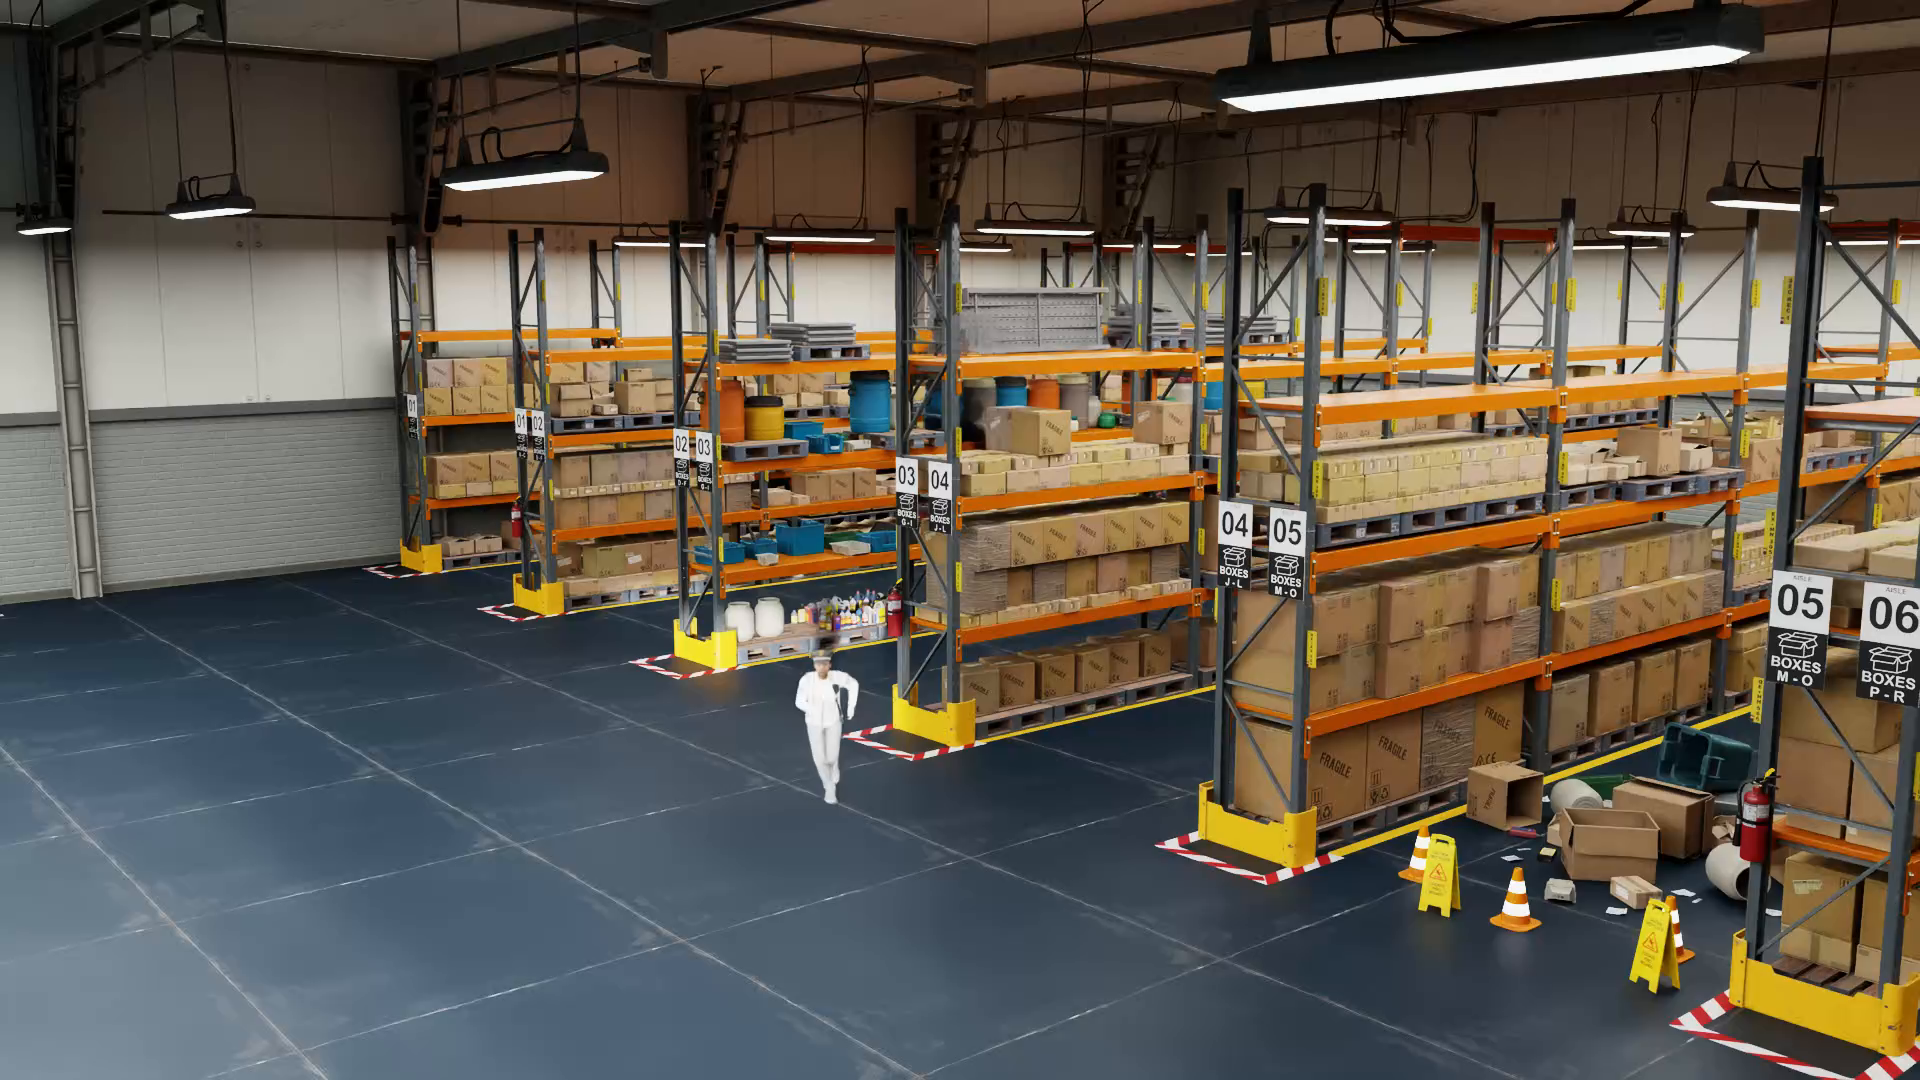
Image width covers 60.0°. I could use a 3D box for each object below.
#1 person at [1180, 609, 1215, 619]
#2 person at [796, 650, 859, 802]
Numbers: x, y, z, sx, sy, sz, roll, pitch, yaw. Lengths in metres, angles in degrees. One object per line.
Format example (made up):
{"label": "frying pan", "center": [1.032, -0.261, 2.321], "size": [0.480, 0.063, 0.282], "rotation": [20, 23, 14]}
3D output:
{"label": "person", "center": [3.615, 0.252, 24.377], "size": [0.874, 1.805, 0.665], "rotation": [-6, 11, -36]}
{"label": "person", "center": [-1.324, 1.852, 16.500], "size": [0.599, 1.615, 0.663], "rotation": [0, 9, 2]}
